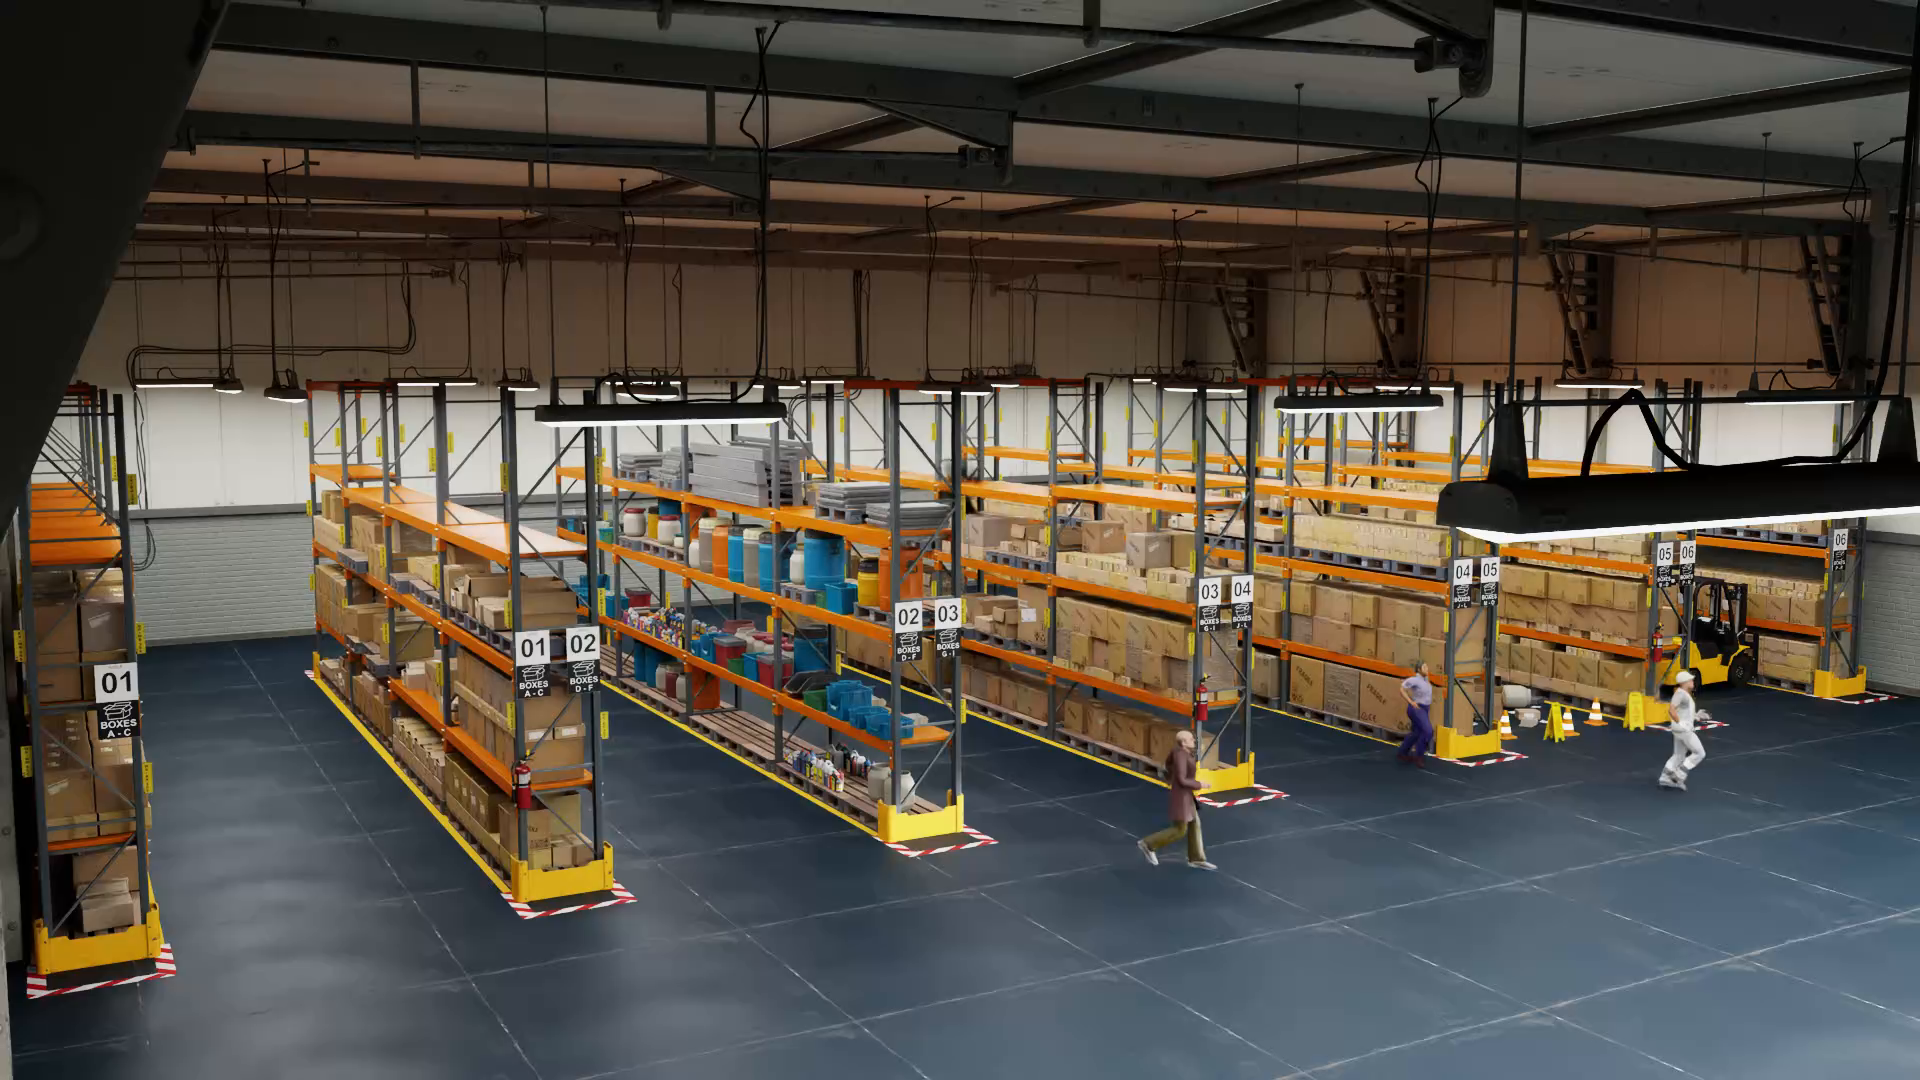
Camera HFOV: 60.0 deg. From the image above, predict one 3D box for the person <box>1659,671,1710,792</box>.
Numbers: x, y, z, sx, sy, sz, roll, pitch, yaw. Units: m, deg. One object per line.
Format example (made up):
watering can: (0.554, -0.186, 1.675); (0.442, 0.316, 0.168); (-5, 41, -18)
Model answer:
person: (10.760, 2.831, 24.644); (0.678, 1.776, 0.633); (2, 6, 18)

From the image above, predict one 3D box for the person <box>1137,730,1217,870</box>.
person: (2.724, 3.256, 20.774); (1.001, 1.774, 0.718); (1, 6, 5)

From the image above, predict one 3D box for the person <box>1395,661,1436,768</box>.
person: (7.221, 2.749, 26.243); (0.637, 1.700, 0.609); (5, 8, 36)
